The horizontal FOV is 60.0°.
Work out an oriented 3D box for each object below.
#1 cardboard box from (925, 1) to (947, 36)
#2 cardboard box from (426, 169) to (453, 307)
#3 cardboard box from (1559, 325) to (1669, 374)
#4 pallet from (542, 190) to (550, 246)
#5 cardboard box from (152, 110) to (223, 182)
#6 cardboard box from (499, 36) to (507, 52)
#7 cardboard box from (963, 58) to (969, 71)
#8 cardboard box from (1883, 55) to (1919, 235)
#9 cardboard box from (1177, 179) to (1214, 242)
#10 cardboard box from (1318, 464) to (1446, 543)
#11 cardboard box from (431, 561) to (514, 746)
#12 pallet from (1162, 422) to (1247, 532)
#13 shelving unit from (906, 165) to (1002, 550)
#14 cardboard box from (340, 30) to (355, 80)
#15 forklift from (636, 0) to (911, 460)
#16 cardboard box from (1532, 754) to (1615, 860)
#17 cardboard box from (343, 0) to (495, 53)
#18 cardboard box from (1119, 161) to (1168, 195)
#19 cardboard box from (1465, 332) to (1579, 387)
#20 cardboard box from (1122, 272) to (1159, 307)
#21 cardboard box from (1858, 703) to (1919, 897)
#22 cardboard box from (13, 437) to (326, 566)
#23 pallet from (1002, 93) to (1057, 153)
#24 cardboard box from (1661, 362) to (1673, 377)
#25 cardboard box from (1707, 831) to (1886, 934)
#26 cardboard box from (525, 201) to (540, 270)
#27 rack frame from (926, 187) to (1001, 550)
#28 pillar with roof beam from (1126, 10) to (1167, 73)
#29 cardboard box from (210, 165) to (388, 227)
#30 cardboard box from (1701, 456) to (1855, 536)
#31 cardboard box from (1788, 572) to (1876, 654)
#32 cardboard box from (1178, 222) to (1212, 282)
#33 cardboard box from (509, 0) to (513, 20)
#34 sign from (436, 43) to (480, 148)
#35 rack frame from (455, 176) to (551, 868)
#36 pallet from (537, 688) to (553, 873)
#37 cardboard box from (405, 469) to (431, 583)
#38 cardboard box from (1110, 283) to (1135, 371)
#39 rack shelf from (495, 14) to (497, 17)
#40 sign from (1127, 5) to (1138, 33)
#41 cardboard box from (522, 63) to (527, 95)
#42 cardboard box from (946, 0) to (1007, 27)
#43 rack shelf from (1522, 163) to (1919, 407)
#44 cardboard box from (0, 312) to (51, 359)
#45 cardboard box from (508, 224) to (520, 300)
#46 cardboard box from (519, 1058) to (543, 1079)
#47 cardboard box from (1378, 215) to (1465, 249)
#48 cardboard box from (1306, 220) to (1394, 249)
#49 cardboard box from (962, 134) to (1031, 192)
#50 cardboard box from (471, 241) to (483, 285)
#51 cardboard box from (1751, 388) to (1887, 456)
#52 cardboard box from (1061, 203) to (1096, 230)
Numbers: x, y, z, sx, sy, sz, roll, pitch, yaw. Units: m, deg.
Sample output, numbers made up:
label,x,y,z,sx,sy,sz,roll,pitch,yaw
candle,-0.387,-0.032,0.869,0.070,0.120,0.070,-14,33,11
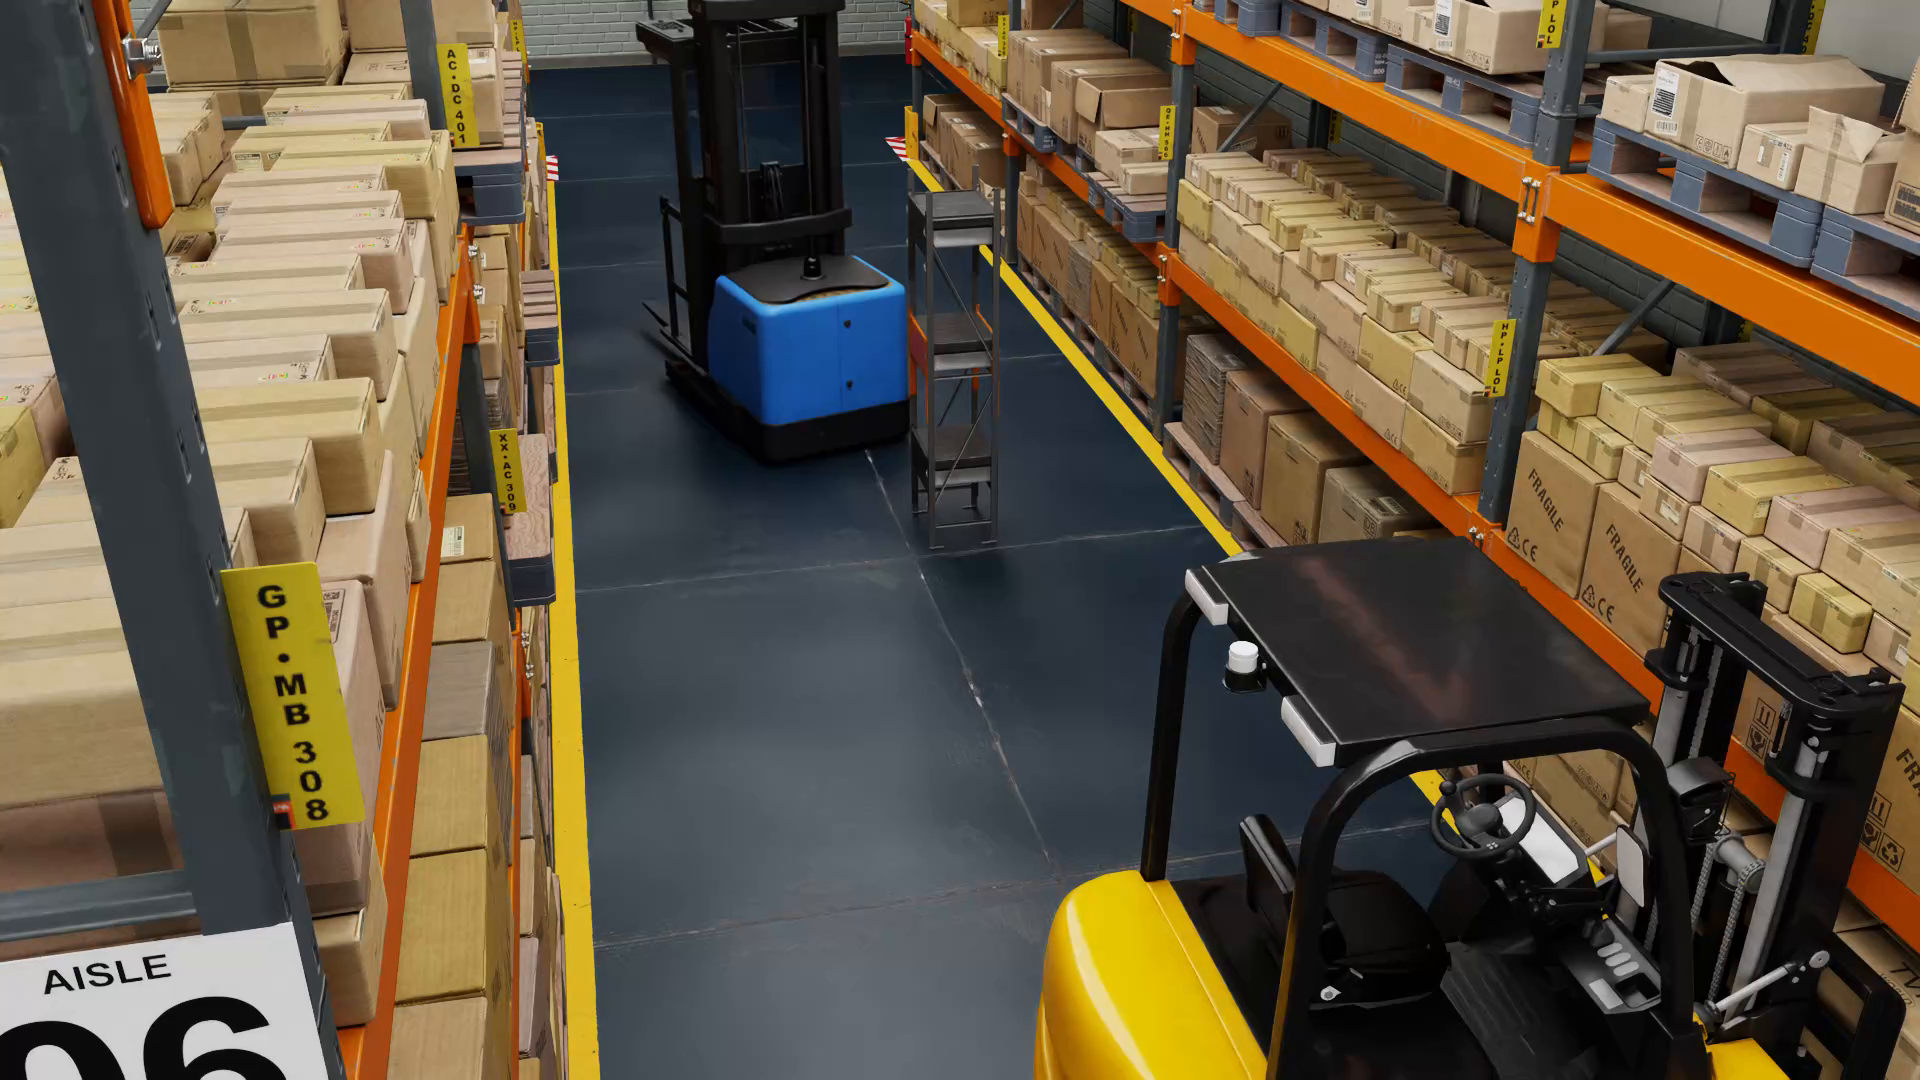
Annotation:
label,x,y,z,sx,sy,sz,roll,pitch,yaw
cardboard box,-0.059,-5.190,16.541,0.500,0.250,0.500,-6,27,-11
cardboard box,-1.667,-0.815,4.544,0.500,0.250,0.500,-6,27,-12
cardboard box,2.821,-0.815,7.204,0.380,0.149,0.250,-7,28,-13
pallet,-4.320,-2.944,15.349,1.003,0.211,1.213,-6,27,-12
cardboard box,-2.304,-1.099,4.663,0.380,0.149,0.250,-5,27,-10
cardboard box,-3.382,-3.180,11.501,0.500,0.500,0.500,-5,27,-10
cardboard box,0.240,-4.498,15.611,0.380,0.149,0.250,-6,27,-12
cardboard box,3.028,-1.056,4.492,0.797,0.503,0.637,-5,27,-10
cardboard box,1.628,-1.995,9.984,0.500,0.250,0.500,-6,27,-12
cardboard box,2.396,-0.001,8.593,0.875,0.625,0.625,-6,27,-12
cardboard box,-1.678,0.419,5.150,0.500,0.500,0.500,-5,27,-10
pallet,1.938,-0.450,10.408,1.003,0.211,1.213,-6,27,-12
shelving unit,-0.037,-1.010,9.421,0.431,2.100,0.503,-6,27,-12
cardboard box,-2.525,-1.723,6.206,0.500,0.250,0.500,-6,27,-11
forklift,-1.467,-2.447,11.346,1.130,2.935,3.031,-14,30,-25
cardboard box,2.615,0.977,6.516,0.500,0.250,0.500,-6,27,-12
cardboard box,-2.007,-1.997,6.193,0.500,0.250,0.500,-7,28,-13
cardboard box,1.268,-2.385,10.959,0.380,0.149,0.250,-5,27,-11
cardboard box,2.398,-0.766,7.108,0.380,0.149,0.250,-5,27,-10
cardboard box,1.340,-1.729,11.435,0.380,0.149,0.250,-7,28,-14
cardboard box,3.003,0.764,4.797,0.500,0.500,0.500,-6,27,-13
cardboard box,-1.192,-0.027,2.540,0.380,0.149,0.250,-6,27,-12
pallet,0.962,-3.369,13.309,1.003,0.211,1.213,-6,27,-12
cardboard box,2.827,-0.709,7.438,0.500,0.250,0.500,-6,27,-12
cardboard box,2.834,1.207,5.505,0.500,0.250,0.500,-7,28,-13
cardboard box,-3.518,-1.890,12.057,0.875,0.875,0.875,-5,27,-10
rack frame,0.018,-0.903,9.209,0.400,2.100,0.015,-6,27,-12
pillar with roof beam,-2.584,-6.455,12.551,9.100,9.000,0.400,-6,27,-12
cardboard box,-1.610,-0.809,4.089,0.380,0.149,0.250,-6,28,-13
cardboard box,2.730,-0.150,5.557,0.380,0.149,0.250,-6,27,-12
cardboard box,2.836,0.209,5.176,0.380,0.149,0.250,-7,28,-13
cardboard box,1.652,-1.774,10.102,0.500,0.250,0.500,-6,27,-11
cardboard box,-3.926,-4.258,13.636,0.500,0.500,0.500,-6,27,-12
sign,-1.617,-1.427,5.346,0.100,0.325,0.005,-6,27,-12
rack frame,-2.144,0.201,6.022,1.000,3.000,0.127,-6,27,-12
pallet,-2.320,1.104,7.327,1.003,0.211,1.213,-6,27,-12
cardboard box,-1.296,-0.015,3.401,0.380,0.149,0.250,-6,27,-11
cardboard box,1.383,-1.517,11.734,0.500,0.500,0.500,-6,27,-12
rack shelf,-3.496,-3.451,10.727,1.077,0.370,4.000,-6,27,-12
sign,1.429,-4.391,13.836,0.100,0.325,0.005,-6,27,-12
cardboard box,-4.012,-4.028,14.291,0.500,0.500,0.500,-6,27,-11
cardboard box,0.165,-5.088,15.506,0.500,0.500,0.500,-5,27,-10
rack shelf,3.142,-0.444,4.771,1.077,0.370,4.000,-6,27,-12
cardboard box,-1.791,-0.314,3.107,0.380,0.149,0.250,-7,28,-13
cardboard box,-2.545,-1.522,8.530,0.500,0.500,0.500,-6,27,-12
cardboard box,-1.388,1.820,4.569,0.500,0.500,0.500,-5,27,-11
cardboard box,2.425,-1.600,8.761,0.380,0.149,0.250,-5,27,-10
cardboard box,2.029,-1.555,8.671,0.380,0.149,0.250,-6,27,-12
cardboard box,0.421,-3.531,15.725,0.700,0.500,0.500,-7,28,-14
cardboard box,-2.250,-1.162,7.096,0.380,0.149,0.250,-4,27,-9
cardboard box,3.147,-0.433,6.117,0.380,0.149,0.250,-6,27,-12
cardboard box,1.012,-2.535,13.032,0.380,0.149,0.250,-6,27,-12
